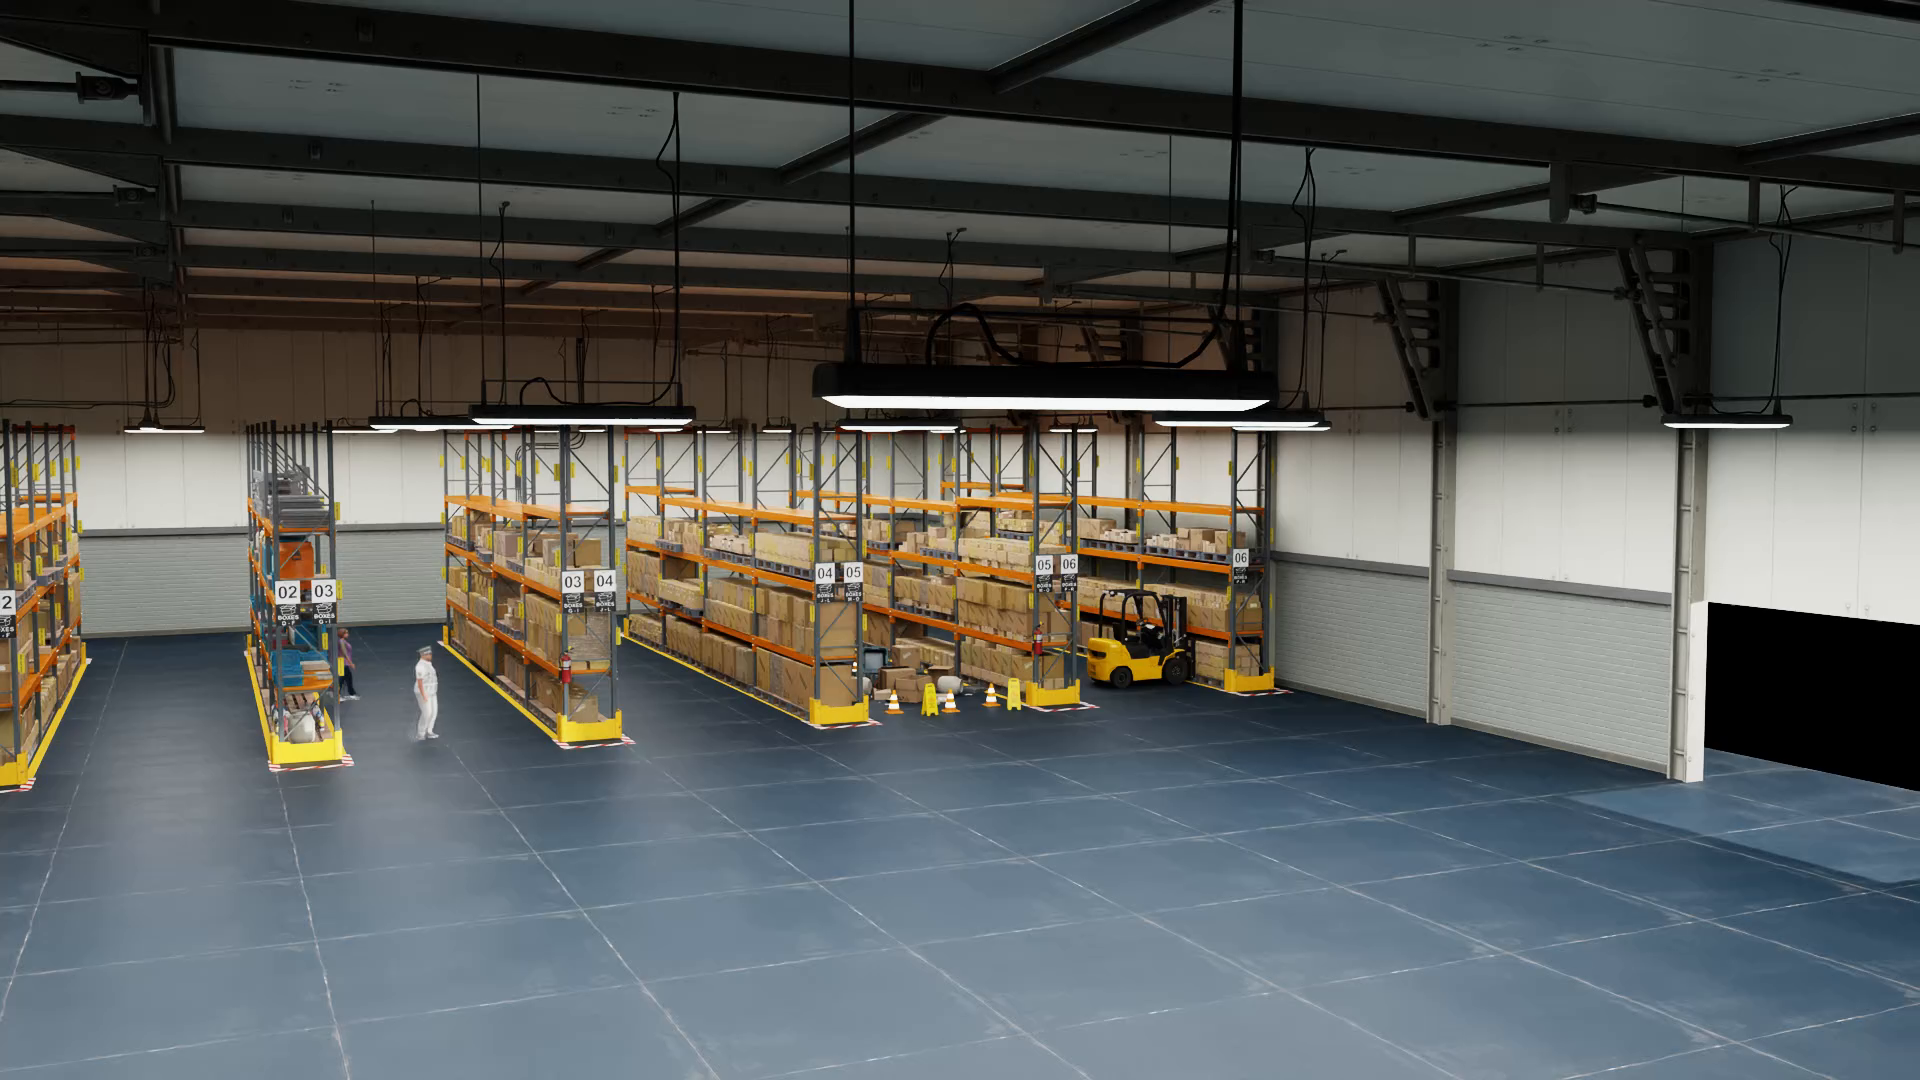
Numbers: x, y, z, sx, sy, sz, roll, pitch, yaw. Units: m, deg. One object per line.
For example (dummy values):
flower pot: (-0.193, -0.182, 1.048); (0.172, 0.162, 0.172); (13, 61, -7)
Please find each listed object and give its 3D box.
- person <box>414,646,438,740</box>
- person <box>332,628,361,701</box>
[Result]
person: (-10.112, 2.928, 31.502); (0.415, 1.848, 0.559); (1, 4, 13)
person: (-13.218, 2.686, 35.869); (0.668, 1.592, 0.475); (-3, 4, -35)
